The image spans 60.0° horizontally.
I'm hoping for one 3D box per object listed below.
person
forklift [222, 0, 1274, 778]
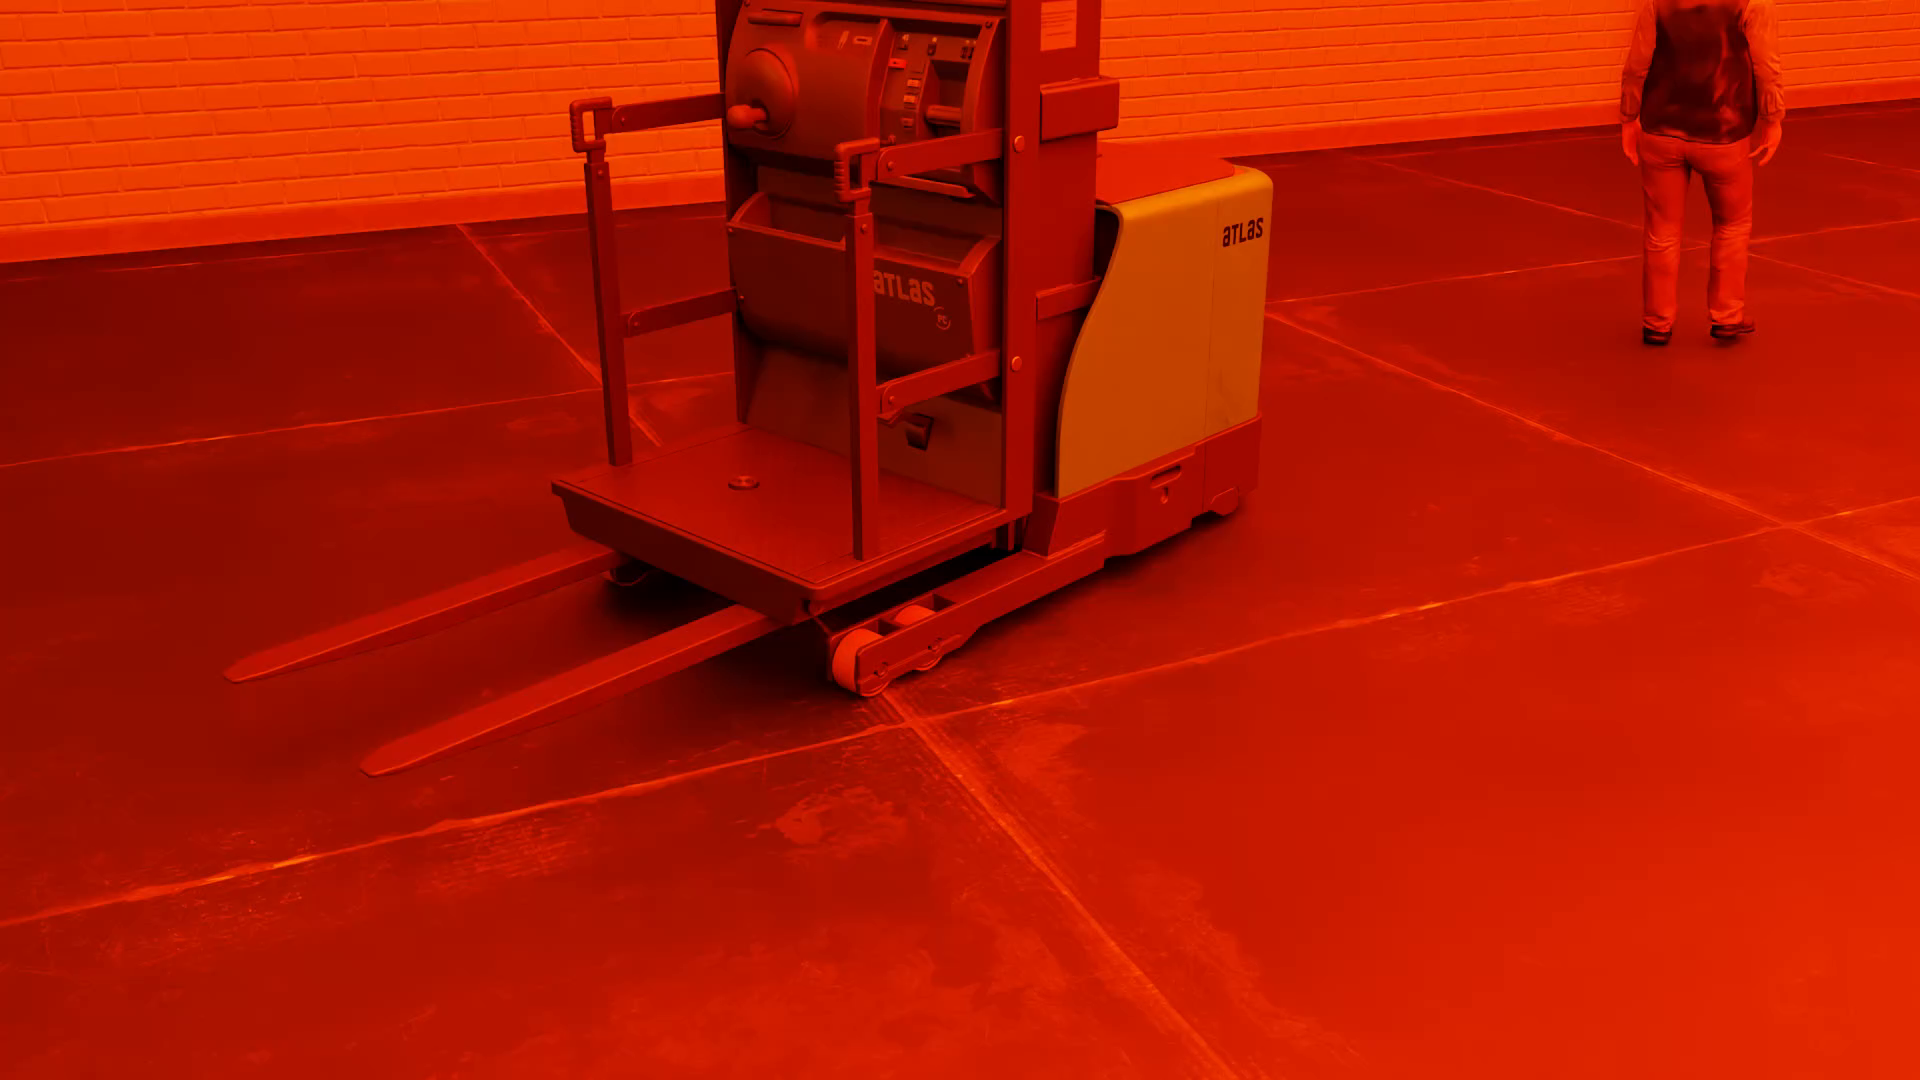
[{"bbox_3d":[3.048,-1.665,6.854,0.634,1.718,0.578,14,27,31],"label":"person"},{"bbox_3d":[-0.413,-1.182,4.131,1.130,2.935,3.031,19,29,39],"label":"forklift"}]
